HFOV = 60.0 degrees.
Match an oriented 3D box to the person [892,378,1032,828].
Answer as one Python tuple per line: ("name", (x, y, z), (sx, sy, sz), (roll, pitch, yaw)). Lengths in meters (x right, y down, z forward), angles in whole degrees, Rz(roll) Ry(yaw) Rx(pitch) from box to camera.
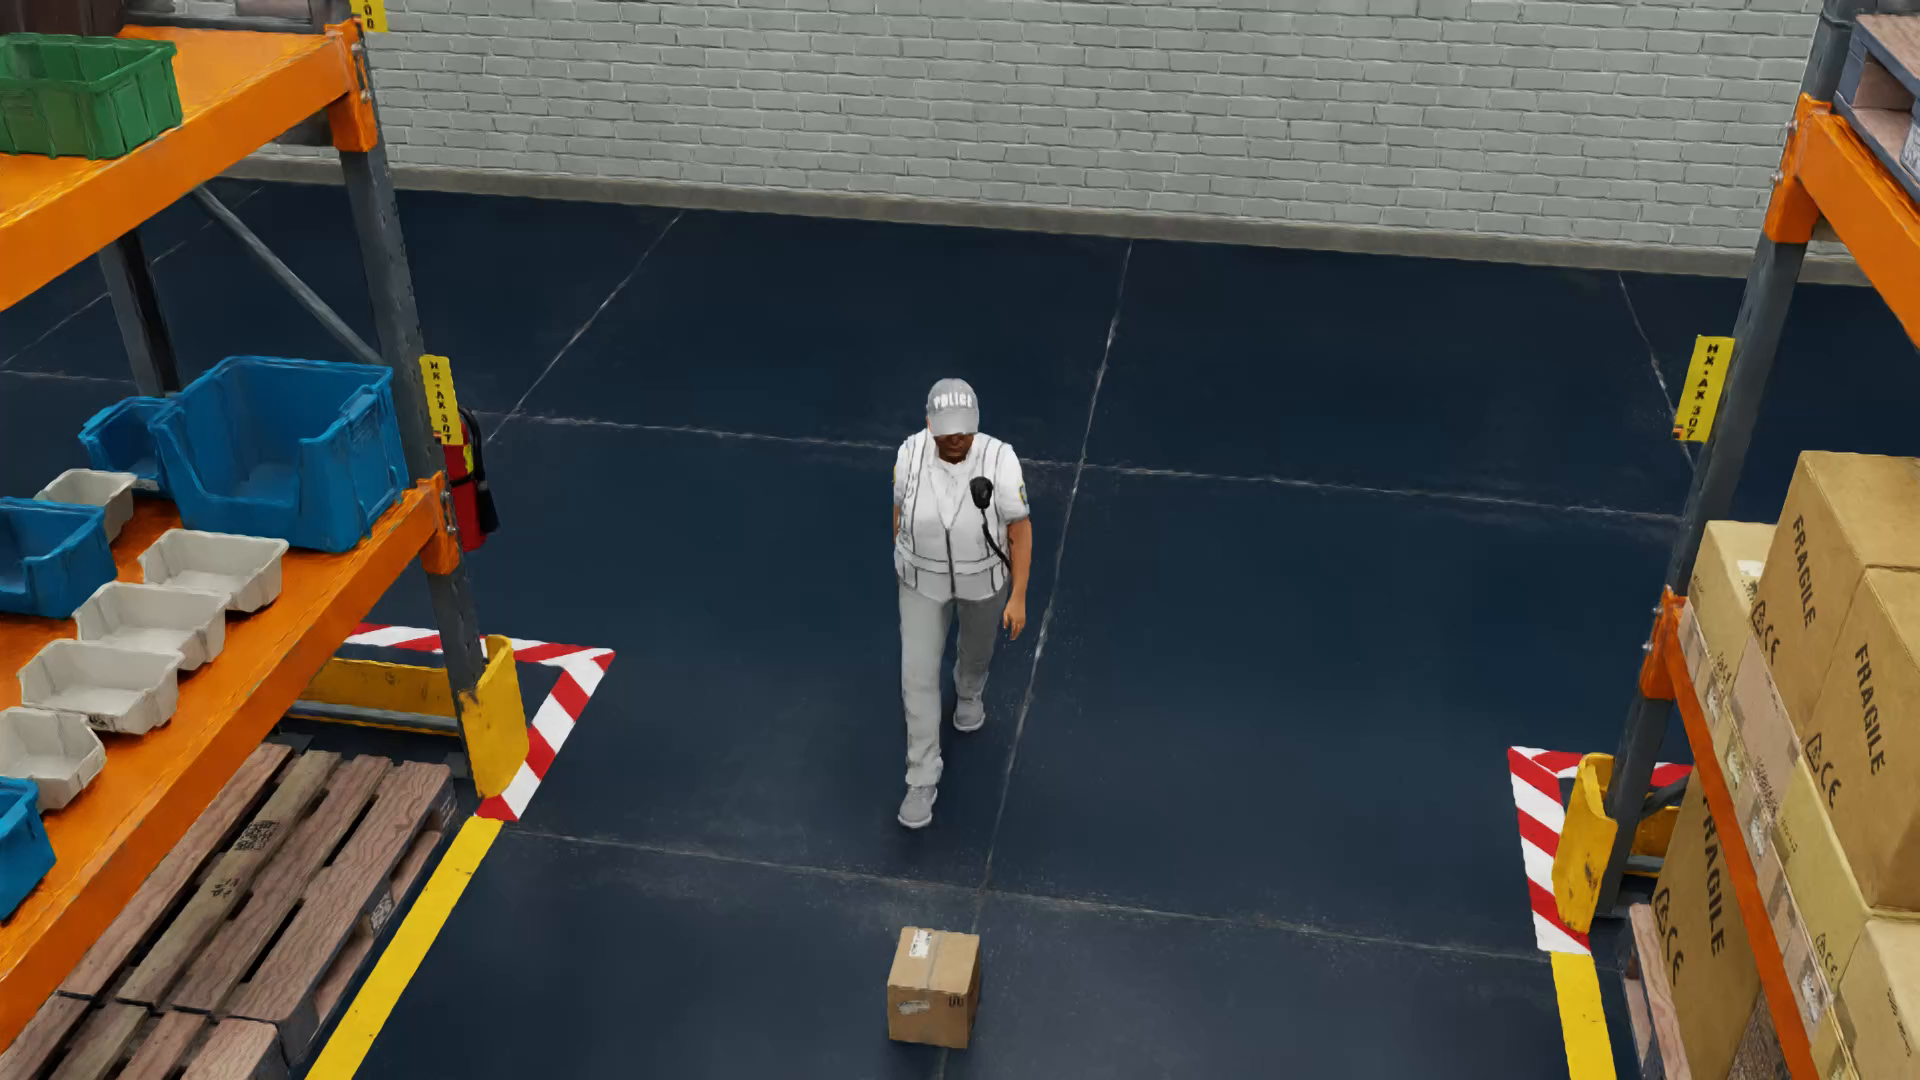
("person", (0.003, 0.164, 5.880), (0.497, 1.606, 0.928), (1, 33, 1))
